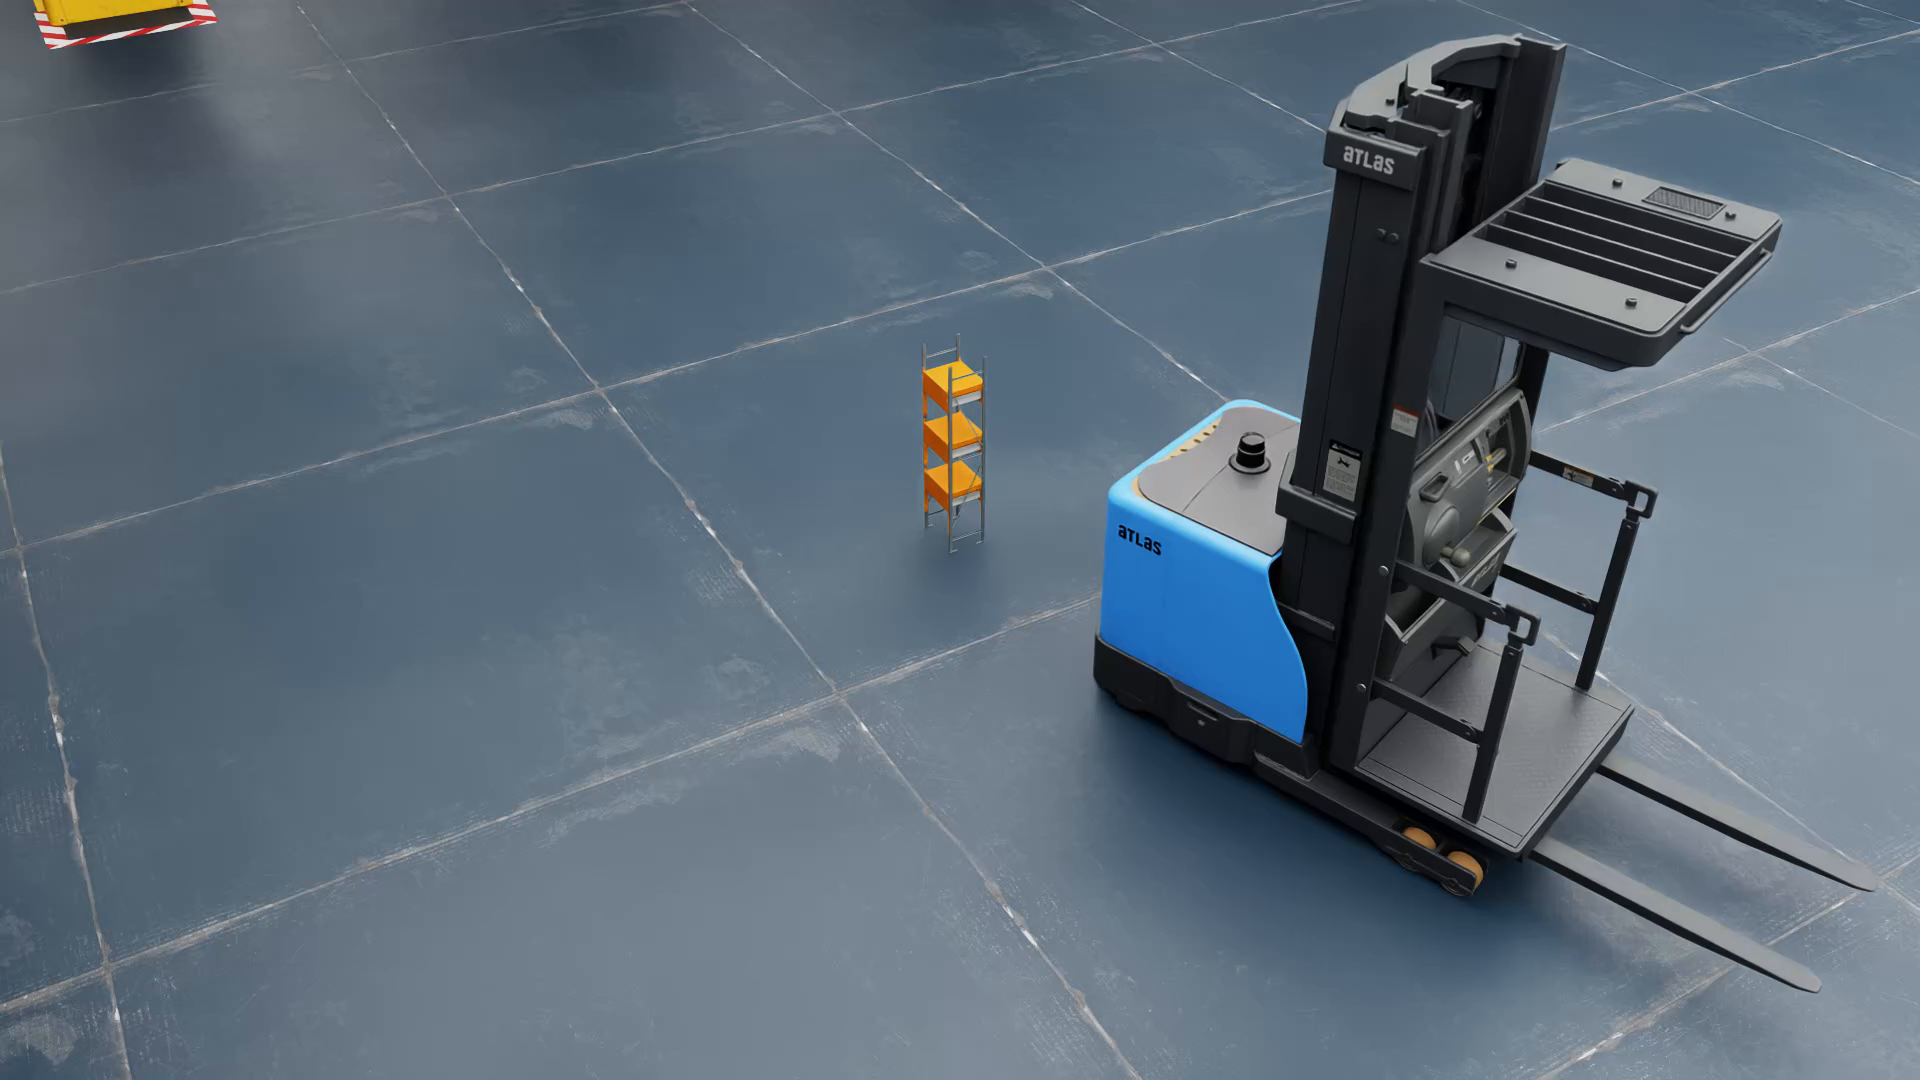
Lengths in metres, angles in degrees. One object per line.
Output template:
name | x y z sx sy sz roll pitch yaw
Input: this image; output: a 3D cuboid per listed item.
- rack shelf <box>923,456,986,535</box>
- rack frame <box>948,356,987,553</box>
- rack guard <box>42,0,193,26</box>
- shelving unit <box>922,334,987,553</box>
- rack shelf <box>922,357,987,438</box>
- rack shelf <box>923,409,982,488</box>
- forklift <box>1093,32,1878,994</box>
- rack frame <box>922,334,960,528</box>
rack shelf | -0.027 -0.218 8.148 0.215 0.259 0.240 -19 40 -24
rack frame | 0.034 -0.389 7.893 0.200 1.050 0.008 -19 40 -24
rack guard | -7.387 -4.872 14.497 1.175 0.500 0.348 -19 40 -24
shelving unit | -0.027 -0.451 7.978 0.215 1.050 0.252 -19 40 -24
rack shelf | -0.027 -0.672 7.817 0.215 0.259 0.240 -19 40 -24
rack shelf | -0.027 -0.443 7.984 0.215 0.259 0.240 -19 40 -24
forklift | 2.030 -0.174 6.003 3.031 2.935 1.130 27 44 32
rack frame | -0.088 -0.513 8.063 0.200 1.050 0.008 -19 40 -24
